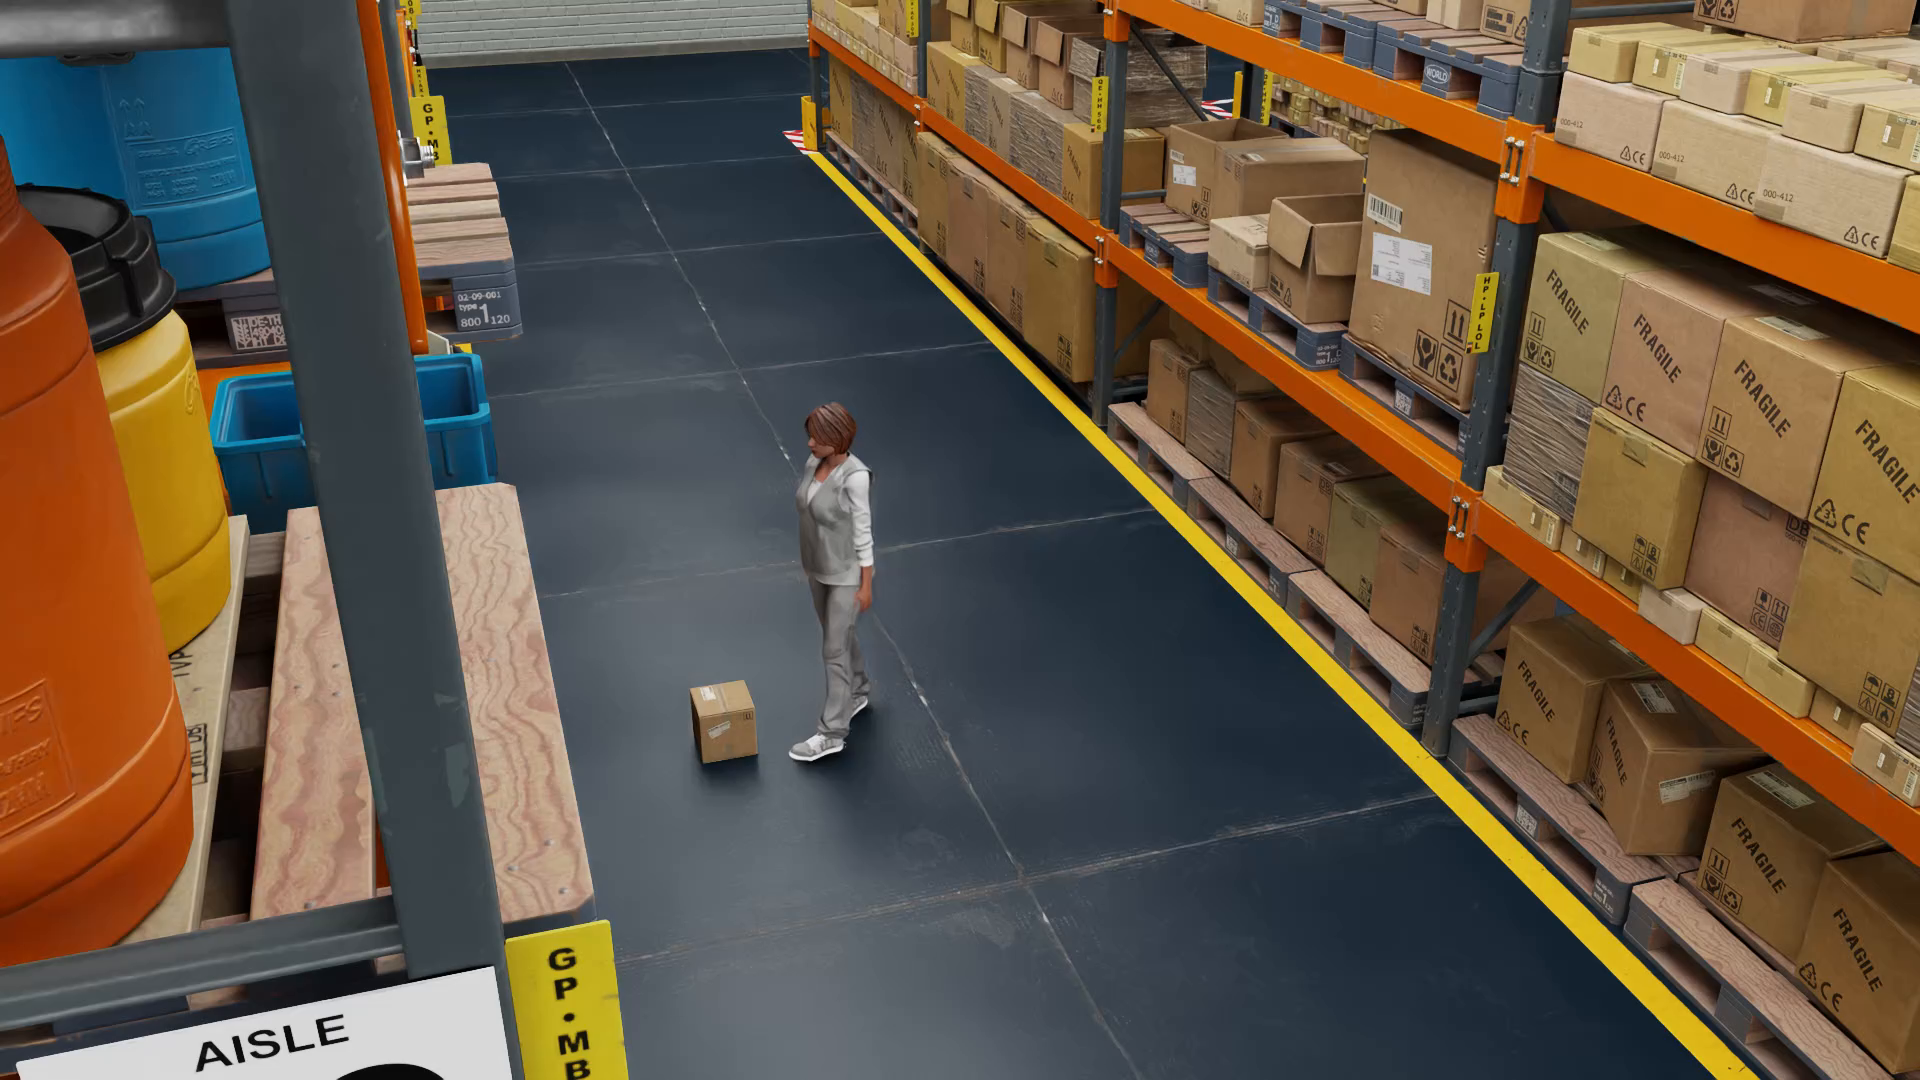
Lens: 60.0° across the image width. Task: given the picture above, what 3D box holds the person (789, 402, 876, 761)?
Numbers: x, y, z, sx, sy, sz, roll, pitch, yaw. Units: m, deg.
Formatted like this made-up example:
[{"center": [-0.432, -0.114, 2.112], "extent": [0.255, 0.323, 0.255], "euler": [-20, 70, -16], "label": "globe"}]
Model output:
[{"center": [-0.594, 0.170, 7.282], "extent": [0.583, 1.598, 0.424], "euler": [-19, 32, -32], "label": "person"}]
